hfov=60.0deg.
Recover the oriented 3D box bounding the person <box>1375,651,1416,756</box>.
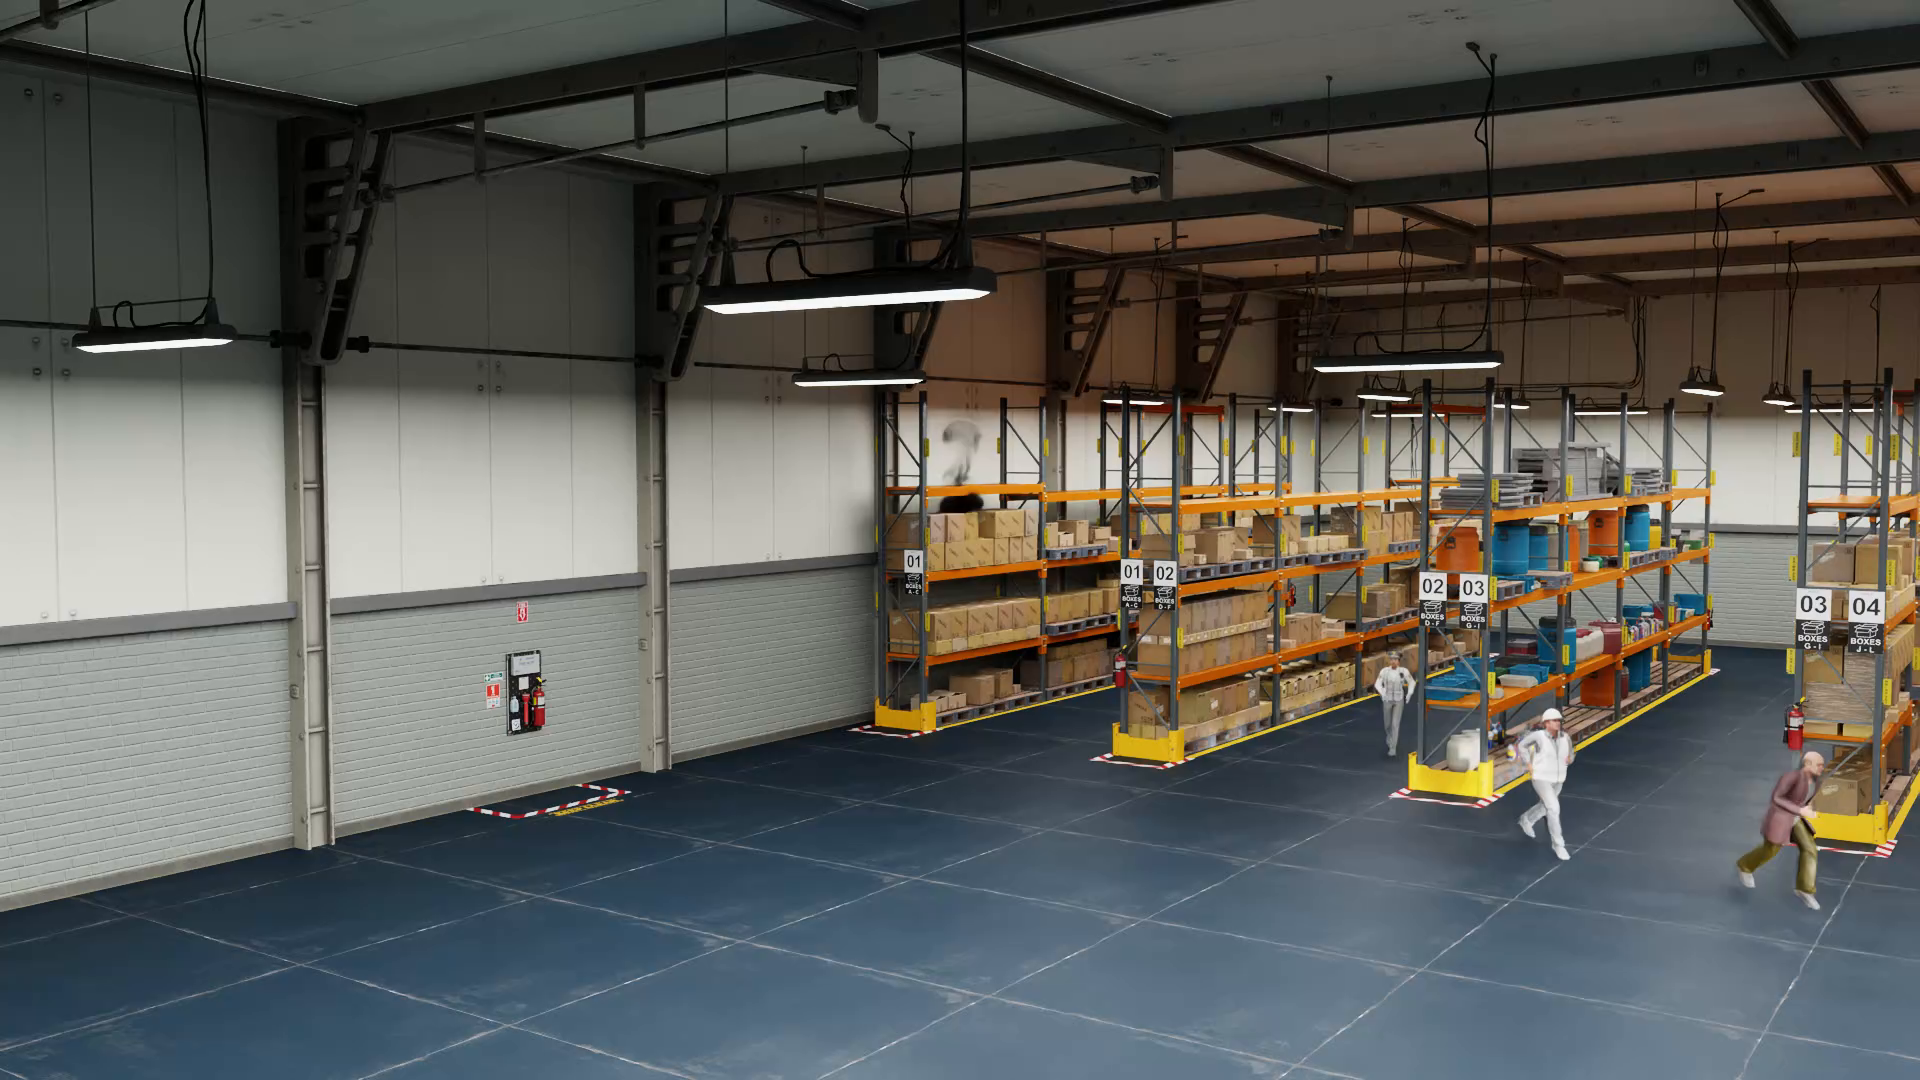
[{"bbox_3d":[7.145,2.654,27.319,0.642,1.692,0.760,1,3,21],"label":"person"}]

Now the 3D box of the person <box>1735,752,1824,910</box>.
[{"bbox_3d":[9.104,3.152,18.465,0.755,1.743,1.071,-2,4,-30],"label":"person"}]

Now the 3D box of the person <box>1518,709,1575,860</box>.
[{"bbox_3d":[7.300,2.988,20.654,0.611,1.830,0.994,-1,3,-22],"label":"person"}]

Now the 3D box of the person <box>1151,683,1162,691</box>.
[{"bbox_3d":[3.633,2.407,30.282,0.690,1.774,0.912,1,3,25],"label":"person"}]
